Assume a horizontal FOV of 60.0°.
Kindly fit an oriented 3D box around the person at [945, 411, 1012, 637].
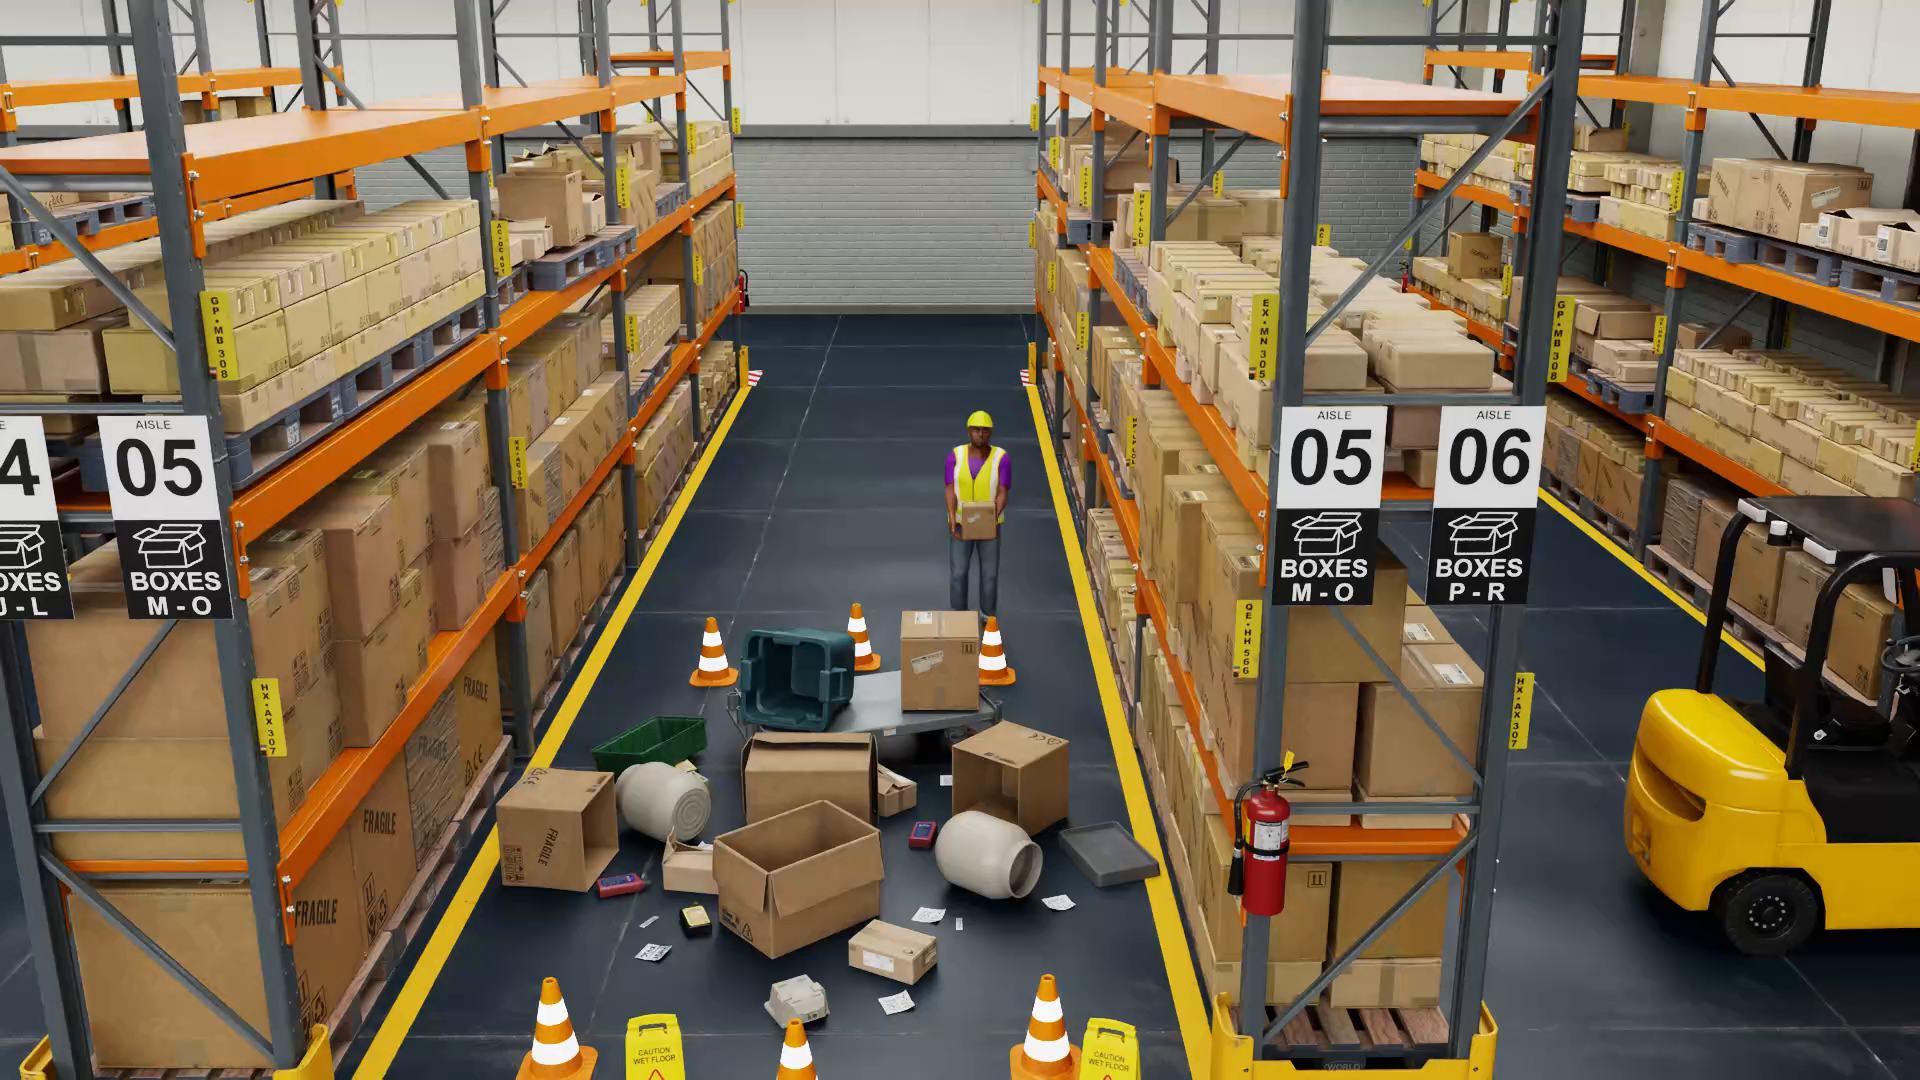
[{"bbox_3d":[0.129,-0.098,12.819,0.516,1.770,0.571,2,17,7],"label":"person"}]
